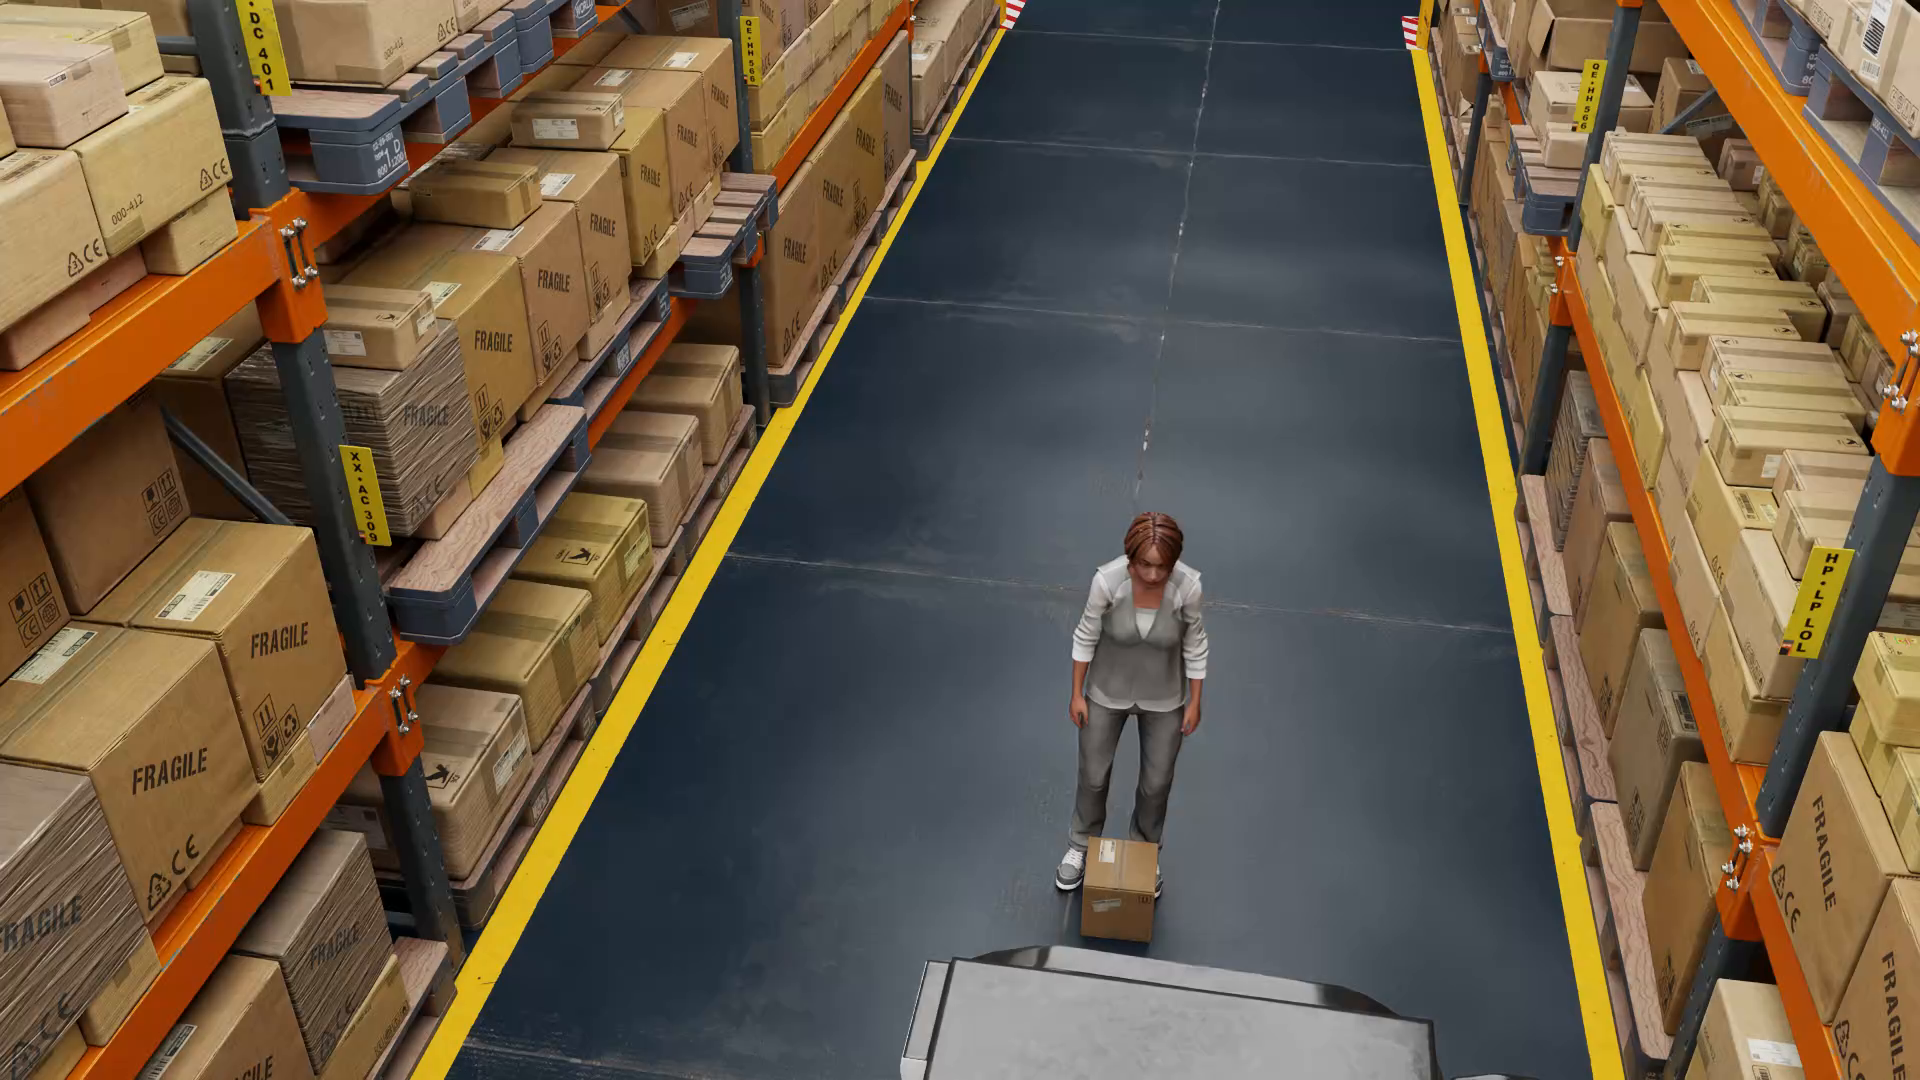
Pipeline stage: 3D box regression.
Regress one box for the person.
[{"bbox_3d":[0.605,0.559,5.783,0.483,1.592,0.347,3,33,5],"label":"person"}]
